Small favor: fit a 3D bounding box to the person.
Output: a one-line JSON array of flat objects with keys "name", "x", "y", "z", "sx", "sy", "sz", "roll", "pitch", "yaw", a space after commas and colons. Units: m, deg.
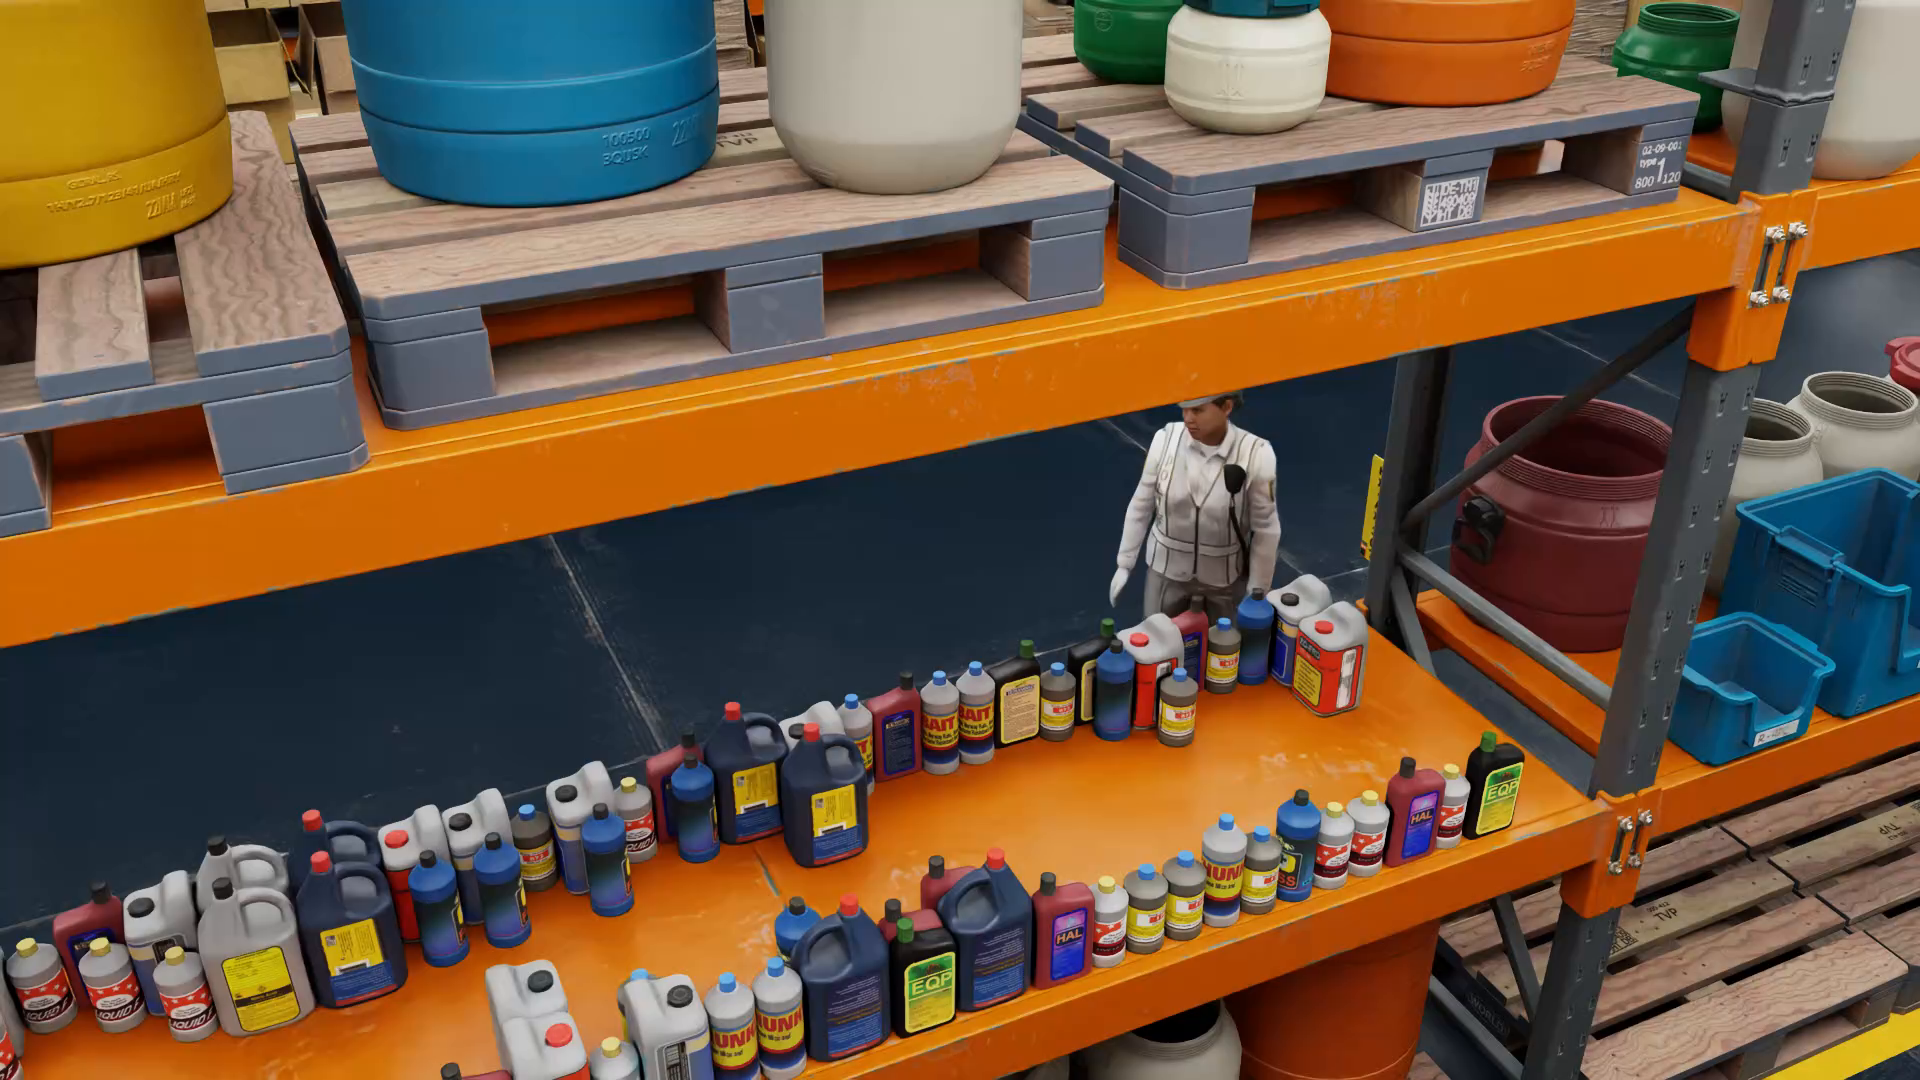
[{"name": "person", "x": 0.811, "y": 0.146, "z": 5.813, "sx": 0.573, "sy": 1.666, "sz": 0.561, "roll": 7, "pitch": 30, "yaw": 11}]
